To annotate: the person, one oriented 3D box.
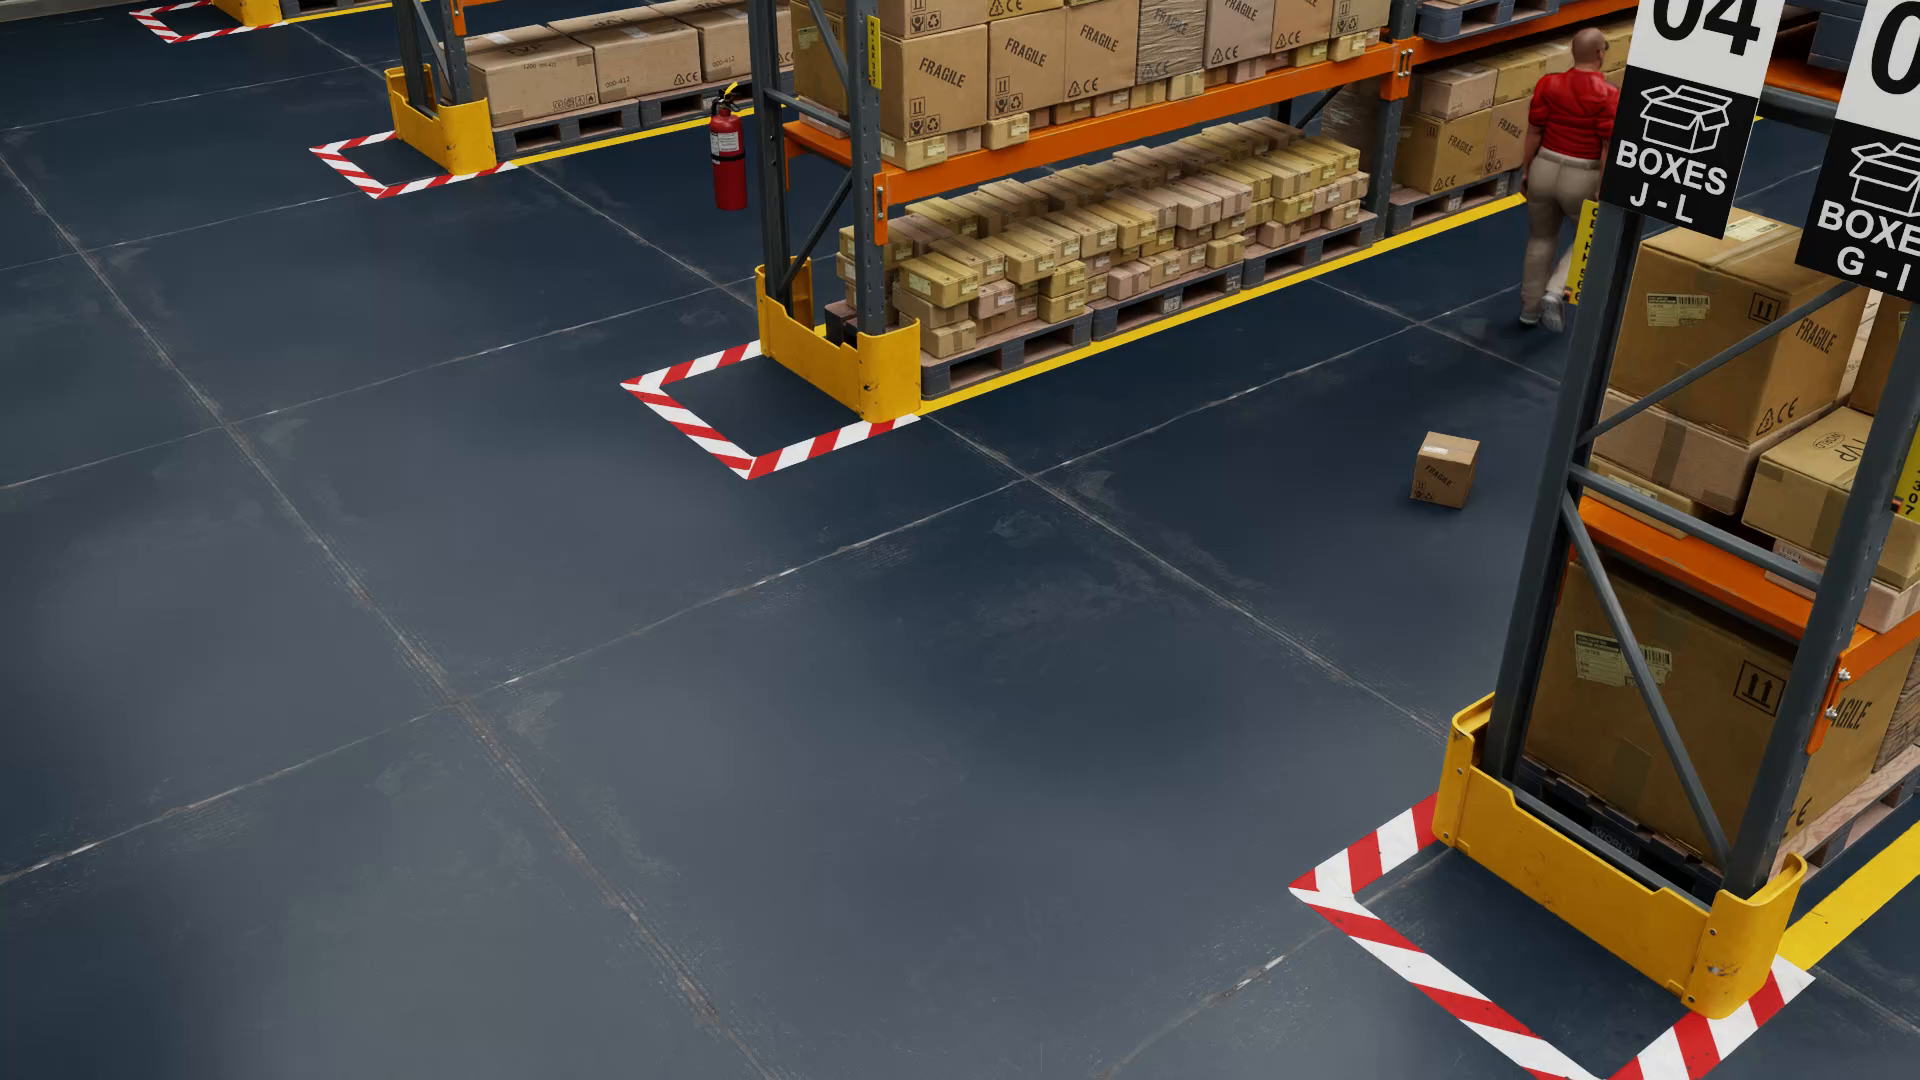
[{"bbox_3d":[3.398,-2.003,9.319,0.544,1.714,0.505,23,39,32],"label":"person"}]
